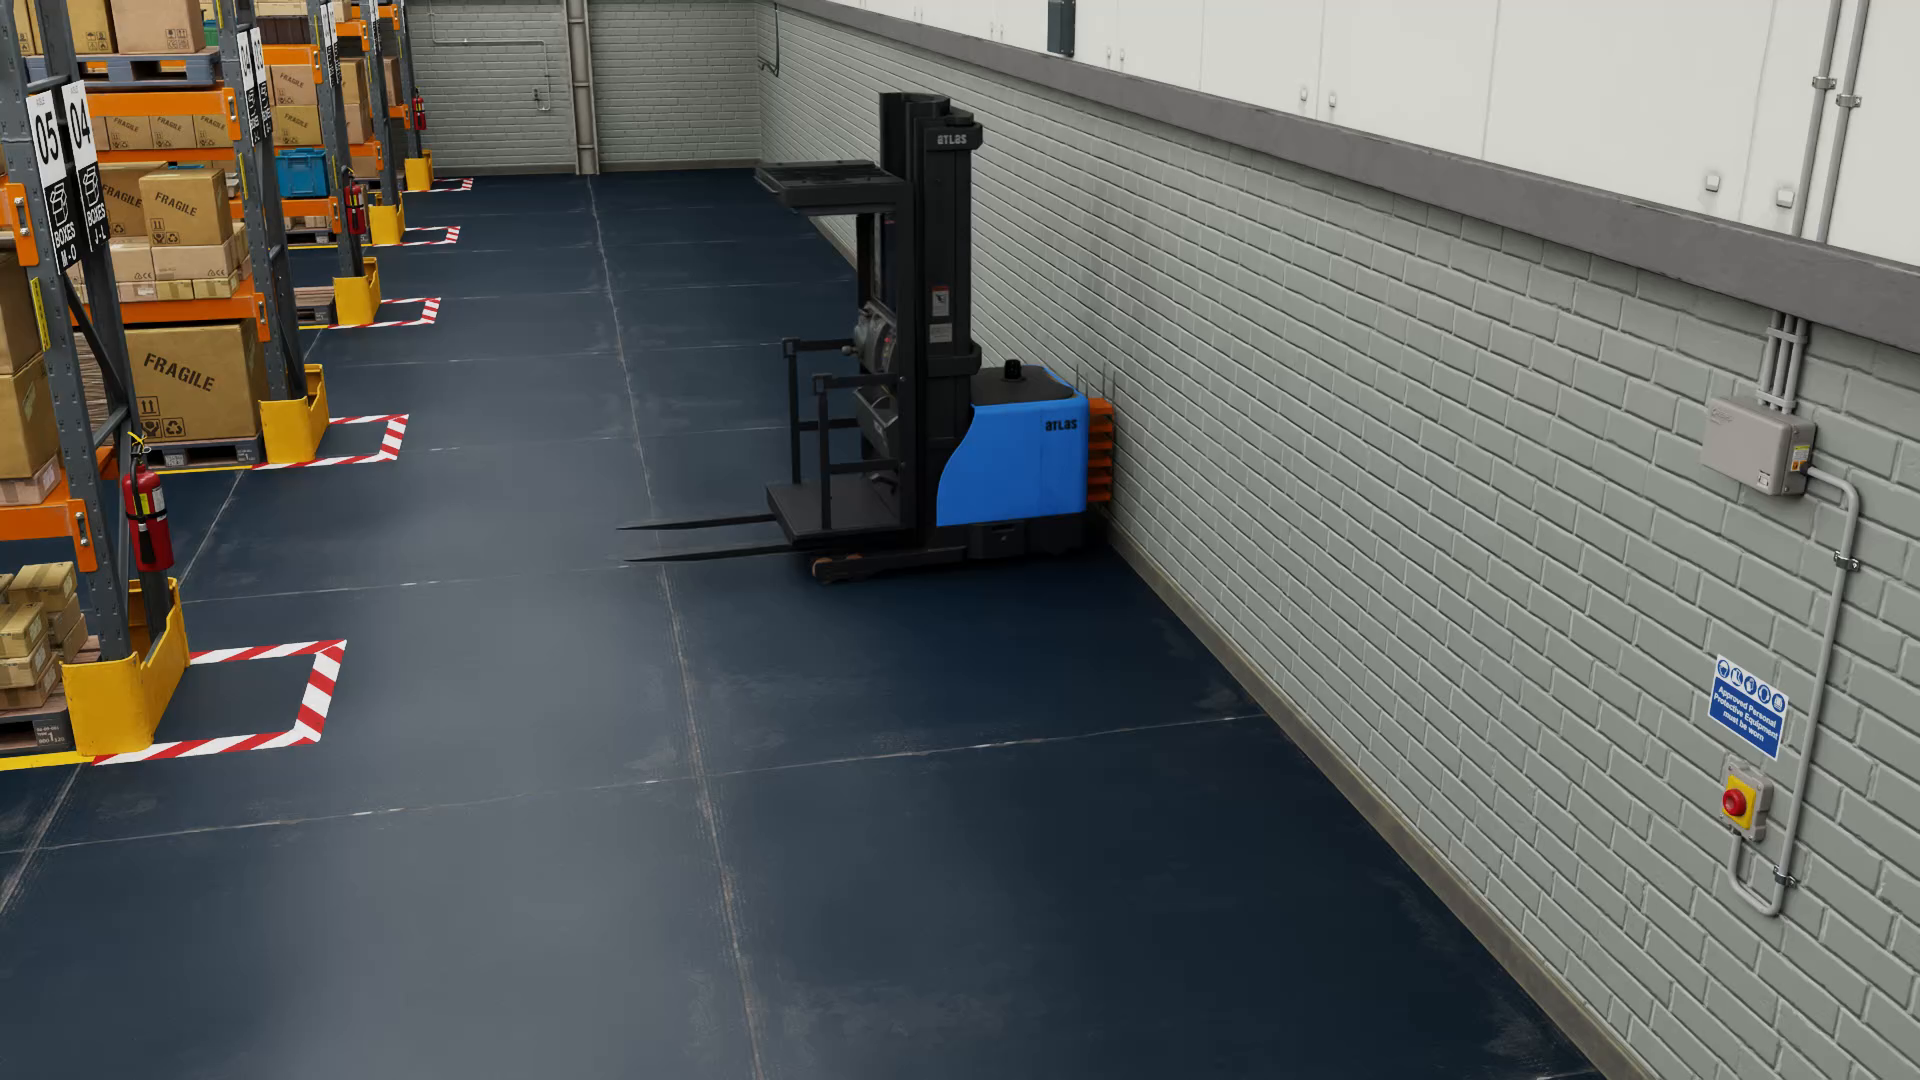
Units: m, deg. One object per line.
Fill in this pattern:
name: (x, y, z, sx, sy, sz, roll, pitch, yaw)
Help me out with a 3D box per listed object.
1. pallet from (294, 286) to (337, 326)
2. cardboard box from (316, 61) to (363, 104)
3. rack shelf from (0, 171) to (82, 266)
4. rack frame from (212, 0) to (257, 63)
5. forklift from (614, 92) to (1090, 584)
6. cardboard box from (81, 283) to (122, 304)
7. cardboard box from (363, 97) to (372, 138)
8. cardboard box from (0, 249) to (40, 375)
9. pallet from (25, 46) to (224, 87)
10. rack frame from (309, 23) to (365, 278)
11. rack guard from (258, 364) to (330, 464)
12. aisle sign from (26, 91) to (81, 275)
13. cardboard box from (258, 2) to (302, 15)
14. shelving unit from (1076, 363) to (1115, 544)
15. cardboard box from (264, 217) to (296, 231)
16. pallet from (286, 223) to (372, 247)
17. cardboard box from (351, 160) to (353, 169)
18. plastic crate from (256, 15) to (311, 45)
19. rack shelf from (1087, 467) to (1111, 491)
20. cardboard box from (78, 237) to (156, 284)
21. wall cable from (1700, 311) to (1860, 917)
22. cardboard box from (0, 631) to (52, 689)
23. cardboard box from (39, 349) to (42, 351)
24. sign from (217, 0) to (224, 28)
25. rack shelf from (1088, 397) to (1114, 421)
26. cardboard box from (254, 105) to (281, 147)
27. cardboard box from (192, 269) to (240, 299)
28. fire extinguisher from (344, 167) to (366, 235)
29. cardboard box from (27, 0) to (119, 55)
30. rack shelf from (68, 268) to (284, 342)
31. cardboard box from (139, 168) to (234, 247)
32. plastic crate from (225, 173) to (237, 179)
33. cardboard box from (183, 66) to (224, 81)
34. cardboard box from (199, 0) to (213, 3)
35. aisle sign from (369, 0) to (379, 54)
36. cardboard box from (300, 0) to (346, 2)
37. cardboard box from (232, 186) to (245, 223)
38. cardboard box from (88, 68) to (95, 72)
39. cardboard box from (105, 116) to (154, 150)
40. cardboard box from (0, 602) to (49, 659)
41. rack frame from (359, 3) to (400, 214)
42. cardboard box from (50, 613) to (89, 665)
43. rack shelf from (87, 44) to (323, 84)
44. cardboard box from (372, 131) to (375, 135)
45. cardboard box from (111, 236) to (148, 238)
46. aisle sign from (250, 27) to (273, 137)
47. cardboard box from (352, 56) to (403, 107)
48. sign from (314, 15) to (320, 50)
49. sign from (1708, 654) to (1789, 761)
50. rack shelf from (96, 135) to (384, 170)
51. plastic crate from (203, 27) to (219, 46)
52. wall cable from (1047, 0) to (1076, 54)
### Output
pallet: (-7.324, -2.496, 17.820, 1.213, 0.211, 1.003, -5, 21, -12)
cardboard box: (-8.019, -5.905, 21.474, 0.500, 0.500, 0.500, -5, 21, -13)
rack shelf: (-6.277, -1.443, 7.579, 4.000, 0.370, 1.077, -5, 21, -12)
rack frame: (-5.373, -5.016, 11.926, 0.127, 3.000, 1.000, -5, 21, -12)
forklift: (-0.724, -1.296, 10.593, 3.031, 2.935, 1.130, -6, 21, -15)
cardboard box: (-6.385, -1.883, 12.459, 0.250, 0.149, 0.380, -4, 21, -12)
cardboard box: (-8.142, -5.616, 22.138, 0.500, 0.500, 0.500, -4, 21, -11)
cardboard box: (-4.718, -1.068, 7.837, 0.500, 0.500, 0.500, -5, 21, -14)
pallet: (-6.093, -3.504, 12.287, 1.213, 0.211, 1.003, -5, 21, -12)
rack frame: (-6.513, -3.857, 17.483, 0.127, 3.000, 1.000, -5, 21, -12)
rack guard: (-5.350, -1.027, 13.393, 0.348, 0.500, 1.175, -5, 21, -12)
aisle sign: (-4.190, -1.657, 7.698, 0.004, 0.787, 0.394, -5, 21, -12)
cardboard box: (-8.578, -6.689, 21.070, 0.500, 0.250, 0.500, -5, 21, -12)
shelving unit: (0.892, -0.567, 11.119, 0.189, 1.200, 0.258, -4, 21, -12)
cardboard box: (-9.053, -4.240, 21.887, 0.500, 0.250, 0.500, -5, 21, -12)
pallet: (-8.499, -4.137, 22.301, 1.213, 0.211, 1.003, -5, 21, -12)
cardboard box: (-9.938, -6.068, 26.543, 0.500, 0.500, 0.700, -5, 21, -13)
plastic crate: (-6.952, -5.267, 17.161, 0.590, 0.269, 0.497, -5, 21, -12)
rack shelf: (0.892, -0.413, 11.175, 0.180, 0.103, 0.258, -4, 21, -12)
cardboard box: (-6.278, -2.101, 12.476, 0.500, 0.250, 0.500, -5, 21, -13)
wall cable: (2.389, 0.172, 4.962, 0.123, 1.953, 0.585, -5, 21, -12)
cardboard box: (-4.778, 0.608, 8.395, 0.250, 0.149, 0.380, -5, 21, -14)
cardboard box: (-4.831, -0.775, 8.490, 0.500, 0.500, 0.500, -4, 20, -10)
sign: (-5.262, -3.804, 11.804, 0.005, 0.325, 0.100, -5, 21, -12)
rack shelf: (0.892, -0.864, 11.010, 0.180, 0.103, 0.258, -4, 21, -12)
cardboard box: (-9.013, -5.356, 21.430, 0.500, 0.500, 0.500, -4, 21, -12)
cardboard box: (-5.644, -1.943, 12.623, 0.250, 0.149, 0.380, -4, 21, -11)
fire extinguisher: (-6.262, -3.506, 17.178, 0.183, 0.674, 0.296, -5, 21, -12)
cardboard box: (-6.442, -3.836, 12.162, 0.500, 0.500, 0.700, -5, 21, -14)
rack shelf: (-7.320, -1.703, 12.649, 4.000, 0.370, 1.077, -5, 21, -12)
cardboard box: (-5.787, -2.494, 12.458, 0.500, 0.500, 0.500, -4, 21, -12)
plastic crate: (-7.820, -3.801, 17.626, 0.298, 0.136, 0.250, -5, 21, -12)
cardboard box: (-9.514, -5.781, 21.137, 0.500, 0.500, 0.500, -4, 20, -11)
cardboard box: (-9.549, -6.843, 20.764, 0.500, 0.250, 0.500, -5, 21, -12)
aisle sign: (-7.512, -6.639, 21.298, 0.004, 0.787, 0.394, -5, 21, -12)
cardboard box: (-8.090, -6.962, 21.090, 0.500, 0.250, 0.500, -5, 21, -12)
cardboard box: (-9.715, -4.384, 21.911, 0.637, 0.503, 0.797, -5, 21, -12)
cardboard box: (-11.019, -5.659, 20.802, 0.500, 0.500, 0.500, -4, 21, -11)
cardboard box: (-10.486, -5.237, 21.104, 0.500, 0.500, 0.500, -4, 21, -12)
cardboard box: (-4.787, 0.458, 8.373, 0.250, 0.149, 0.380, -4, 21, -12)
rack frame: (-7.649, -5.516, 22.011, 0.127, 3.000, 1.000, -5, 21, -12)
cardboard box: (-4.914, 0.545, 9.001, 0.250, 0.149, 0.380, -4, 21, -11)
rack shelf: (-8.459, -4.770, 16.659, 4.000, 0.370, 1.077, -5, 21, -12)
cardboard box: (-9.375, -6.489, 26.750, 0.250, 0.149, 0.380, -5, 21, -12)
cardboard box: (-6.407, -2.278, 12.957, 0.500, 0.250, 0.500, -5, 21, -13)
aisle sign: (-5.372, -3.526, 12.800, 0.004, 0.787, 0.394, -5, 21, -12)
cardboard box: (-9.287, -7.271, 26.365, 0.700, 0.700, 0.980, -4, 20, -10)
sign: (-6.371, -5.034, 16.486, 0.005, 0.325, 0.100, -5, 21, -12)
sign: (2.438, 0.516, 5.152, 0.001, 0.218, 0.327, -5, 21, -12)
rack shelf: (-9.595, -5.019, 21.702, 4.000, 0.370, 1.077, -5, 21, -12)
plastic crate: (-7.407, -4.993, 16.530, 0.336, 0.188, 0.450, -5, 21, -12)
wall cable: (0.923, -5.821, 9.445, 0.120, 5.999, 2.277, -5, 21, -12)
